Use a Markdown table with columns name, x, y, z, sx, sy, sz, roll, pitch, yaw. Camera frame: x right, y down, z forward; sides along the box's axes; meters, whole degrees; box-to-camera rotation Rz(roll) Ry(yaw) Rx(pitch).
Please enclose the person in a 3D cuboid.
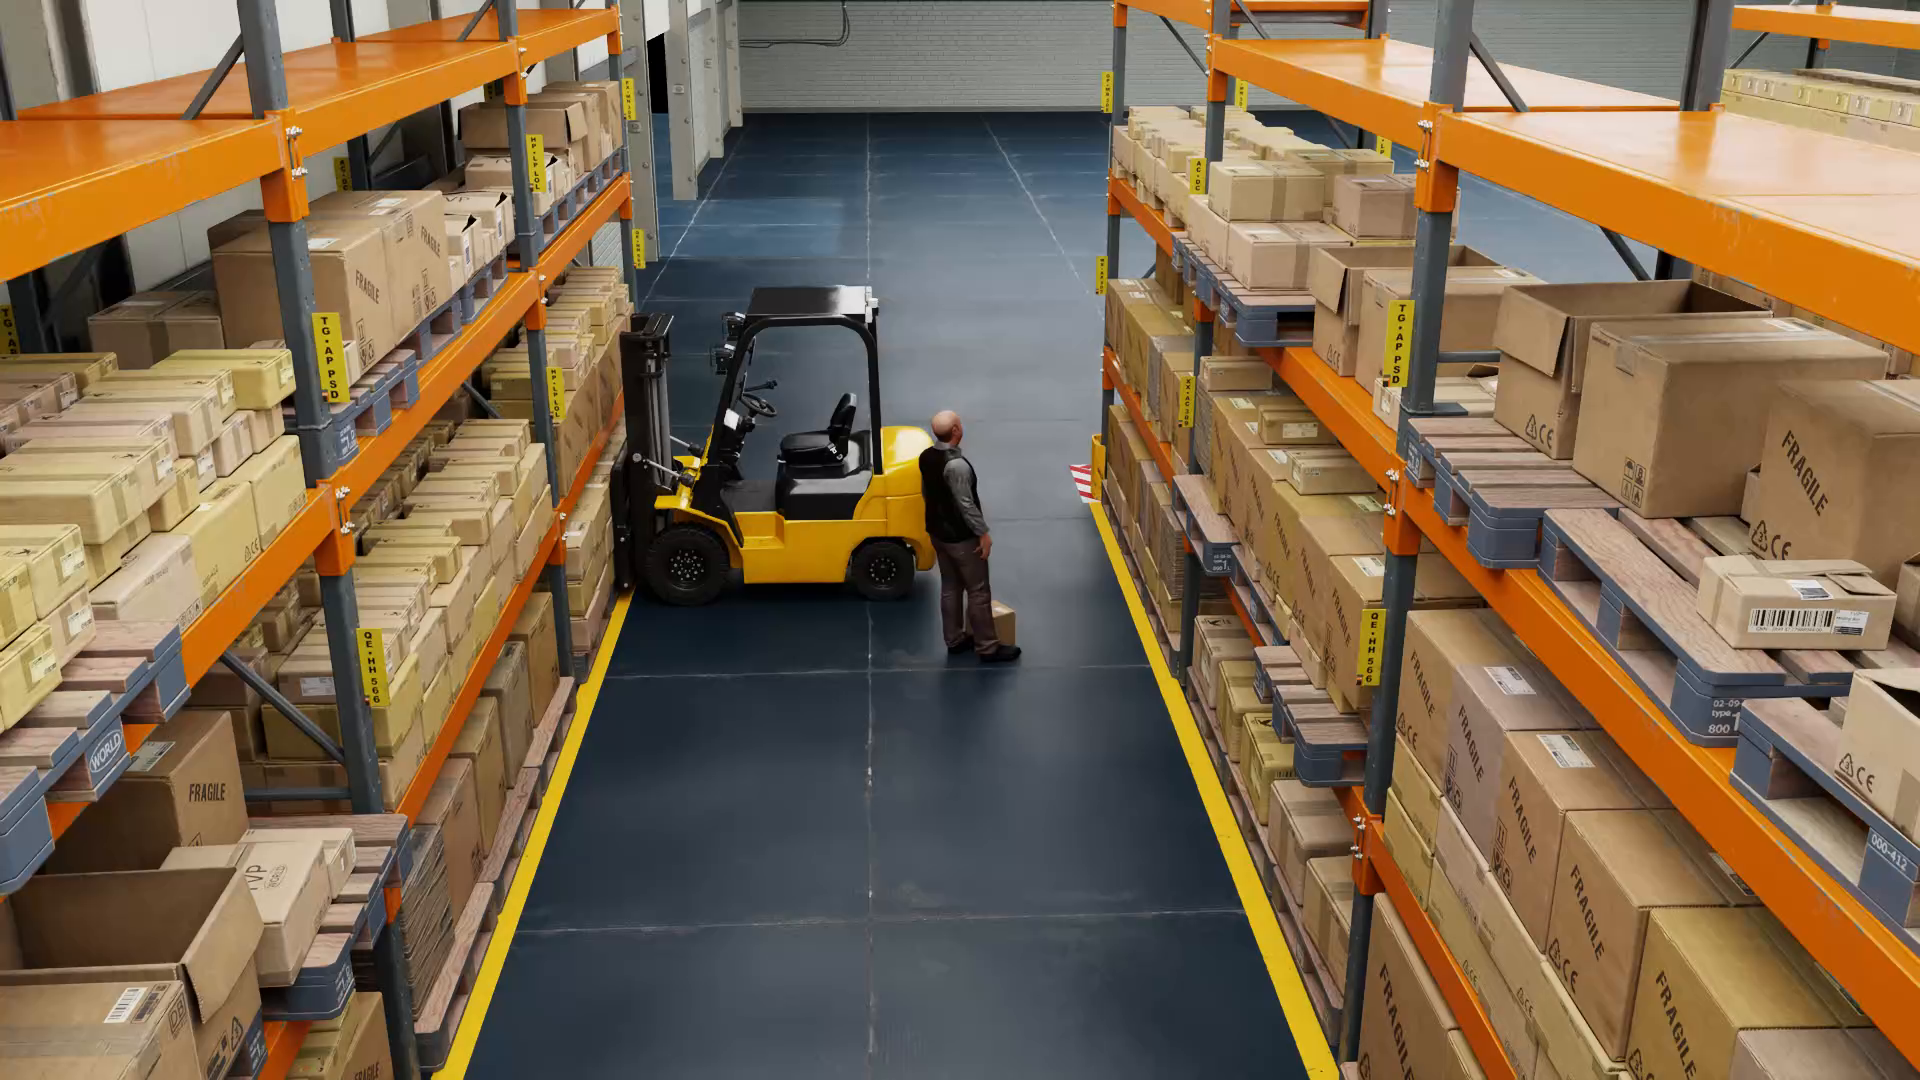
| name | x | y | z | sx | sy | sz | roll | pitch | yaw |
| --- | --- | --- | --- | --- | --- | --- | --- | --- | --- |
| person | 0.039 | -0.046 | 11.212 | 0.568 | 1.720 | 0.630 | -12 | 24 | -30 |
